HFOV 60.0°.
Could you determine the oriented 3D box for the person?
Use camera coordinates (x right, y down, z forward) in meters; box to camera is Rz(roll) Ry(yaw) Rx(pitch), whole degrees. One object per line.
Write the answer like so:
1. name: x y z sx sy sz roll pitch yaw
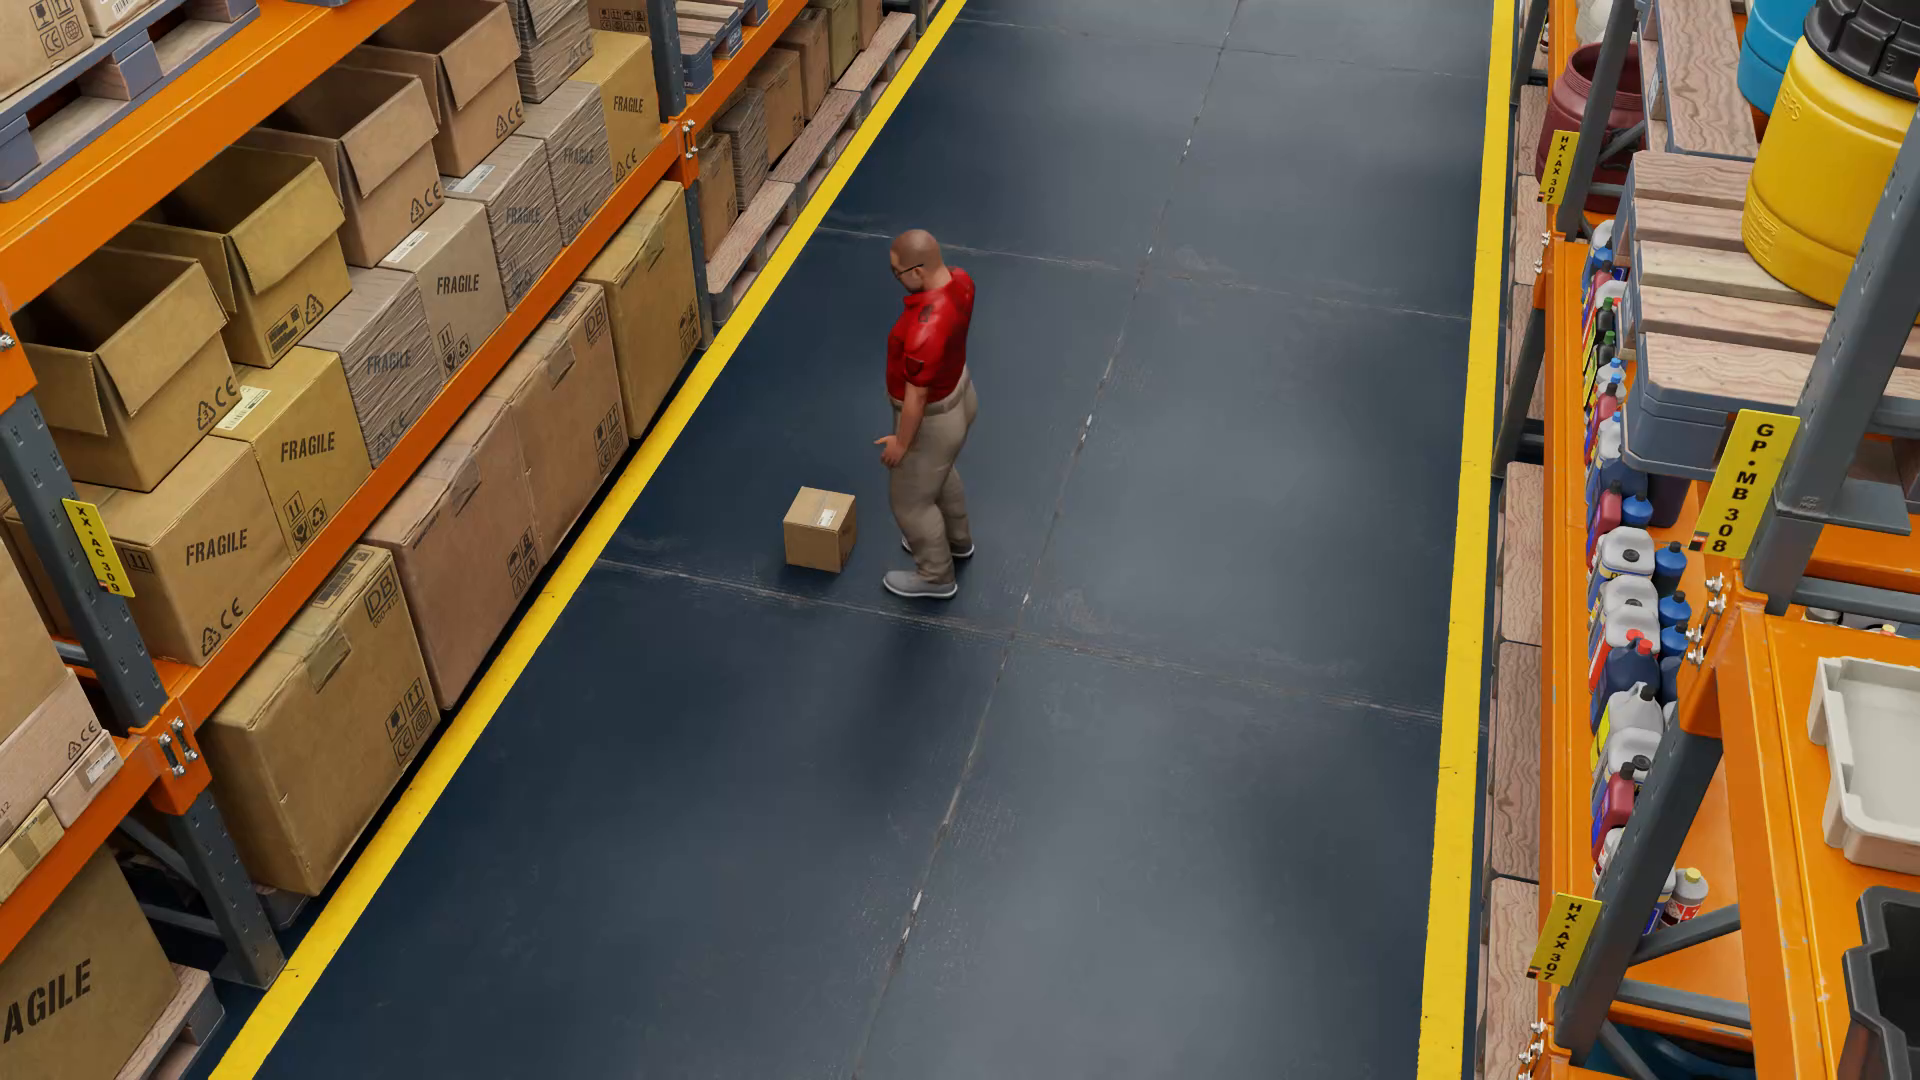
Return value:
1. person: -0.132 -0.496 6.763 0.356 1.715 0.536 11 42 12
